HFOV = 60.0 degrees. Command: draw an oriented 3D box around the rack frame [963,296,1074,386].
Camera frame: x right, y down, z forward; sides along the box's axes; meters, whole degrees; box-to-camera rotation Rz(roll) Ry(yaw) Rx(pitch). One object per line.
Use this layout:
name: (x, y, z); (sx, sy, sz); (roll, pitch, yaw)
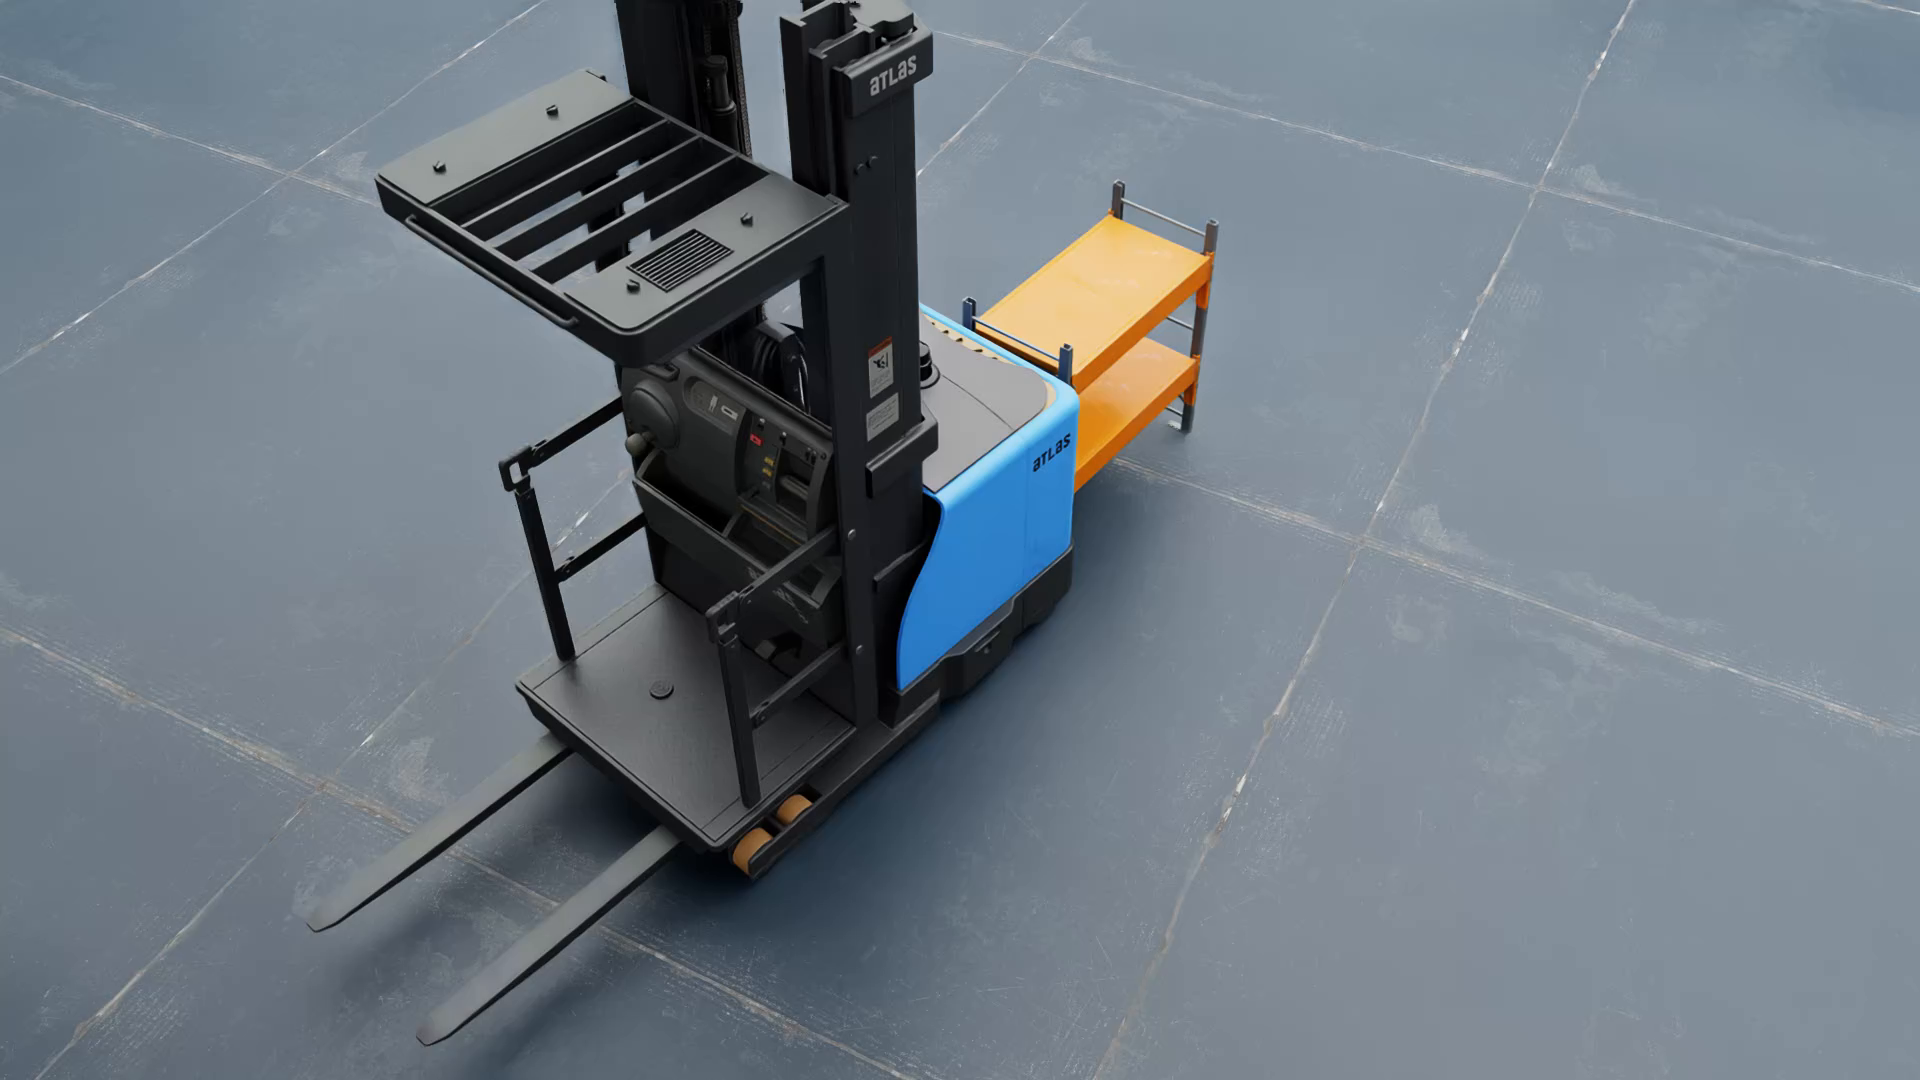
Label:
rack frame: (0.216, -0.421, 6.655); (0.500, 1.125, 0.032); (29, 52, 26)

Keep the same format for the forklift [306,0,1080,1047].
forklift: (-0.901, -0.262, 5.229); (1.130, 2.935, 3.031); (32, 54, 28)

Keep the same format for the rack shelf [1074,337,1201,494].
rack shelf: (0.529, -0.534, 7.110); (0.538, 0.278, 1.000); (29, 52, 26)

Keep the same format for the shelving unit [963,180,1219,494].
shelving unit: (0.529, -0.706, 6.936); (0.538, 1.125, 1.048); (29, 52, 26)

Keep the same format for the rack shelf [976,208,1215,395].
rack shelf: (0.529, -0.911, 6.728); (0.538, 0.278, 1.000); (29, 52, 26)

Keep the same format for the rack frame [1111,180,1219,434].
rack frame: (0.843, -0.990, 7.218); (0.500, 1.125, 0.032); (29, 52, 26)
